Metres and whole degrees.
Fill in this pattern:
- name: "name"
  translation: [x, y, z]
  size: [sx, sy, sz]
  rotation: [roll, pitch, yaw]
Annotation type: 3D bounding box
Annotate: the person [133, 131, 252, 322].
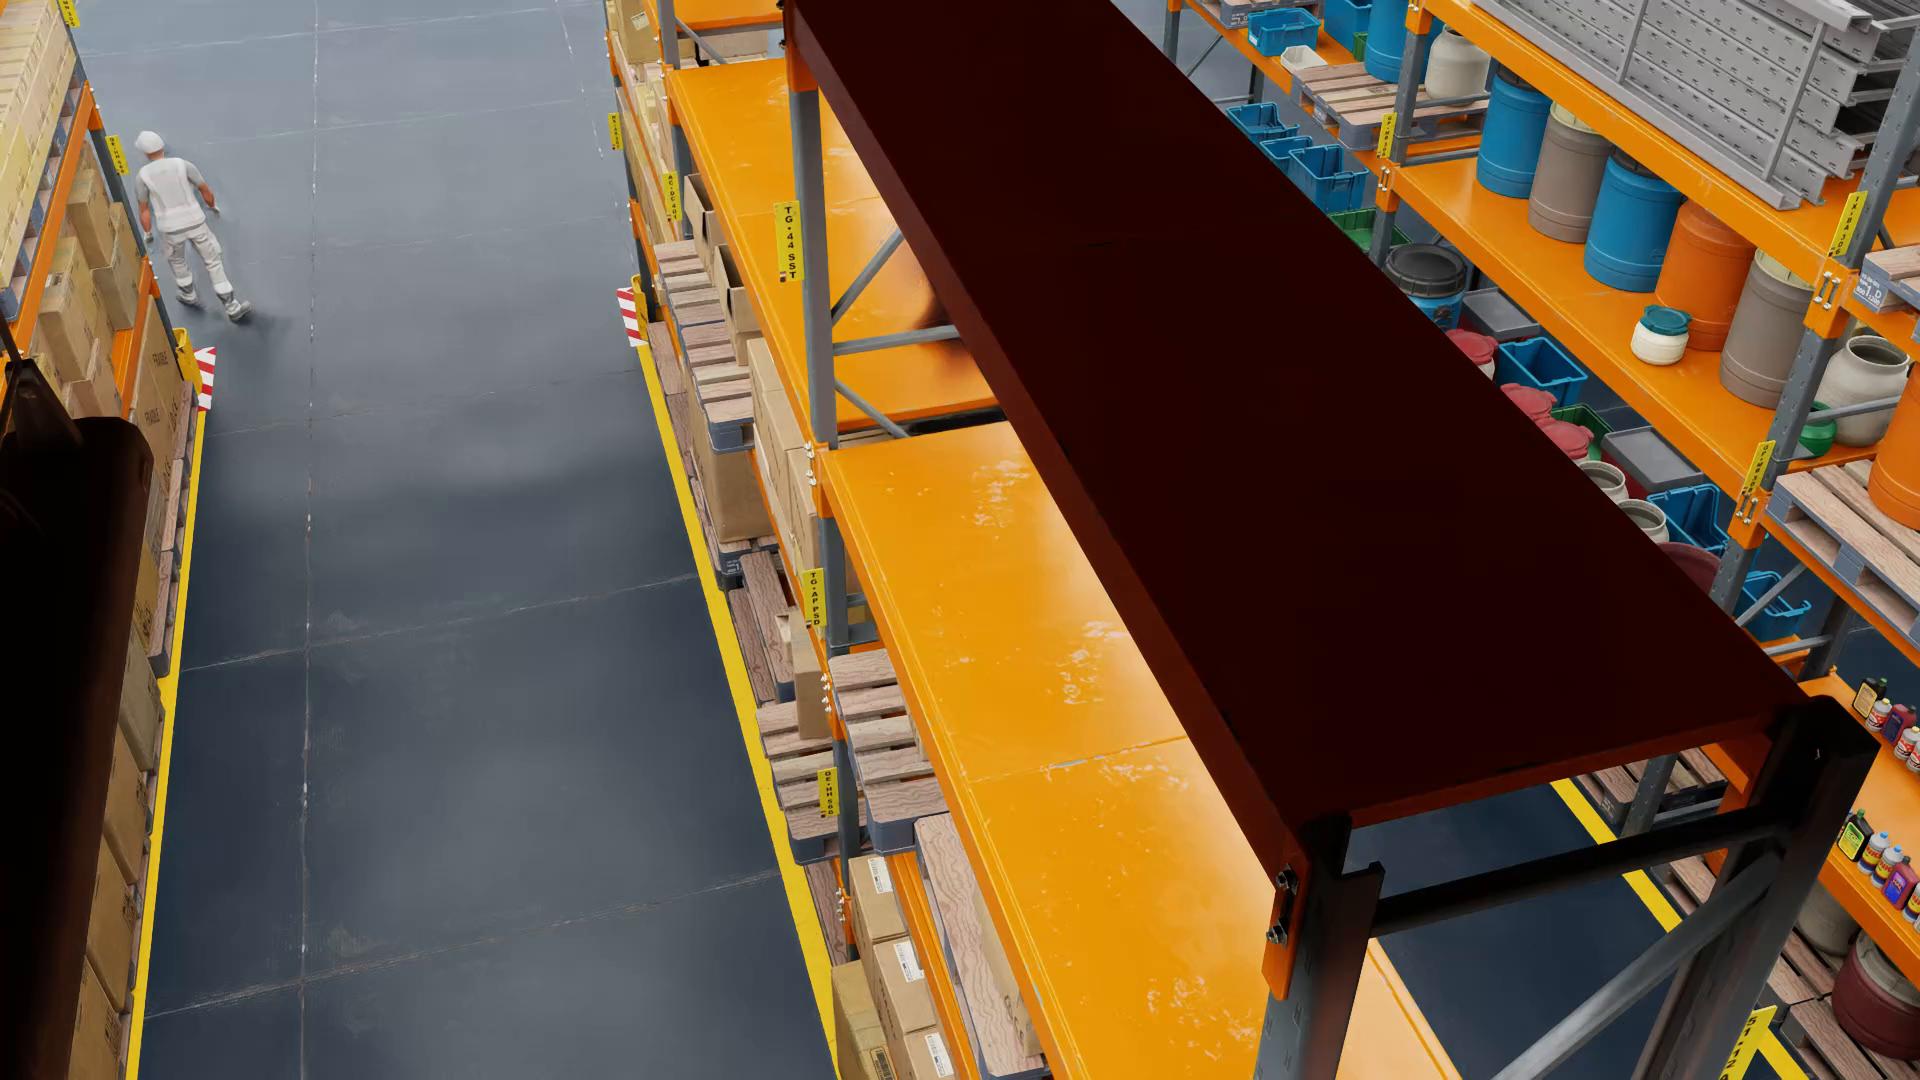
- name: "person"
  translation: [-7.024, -2.846, 15.015]
  size: [0.724, 1.744, 0.889]
  rotation: [-22, 43, -25]
